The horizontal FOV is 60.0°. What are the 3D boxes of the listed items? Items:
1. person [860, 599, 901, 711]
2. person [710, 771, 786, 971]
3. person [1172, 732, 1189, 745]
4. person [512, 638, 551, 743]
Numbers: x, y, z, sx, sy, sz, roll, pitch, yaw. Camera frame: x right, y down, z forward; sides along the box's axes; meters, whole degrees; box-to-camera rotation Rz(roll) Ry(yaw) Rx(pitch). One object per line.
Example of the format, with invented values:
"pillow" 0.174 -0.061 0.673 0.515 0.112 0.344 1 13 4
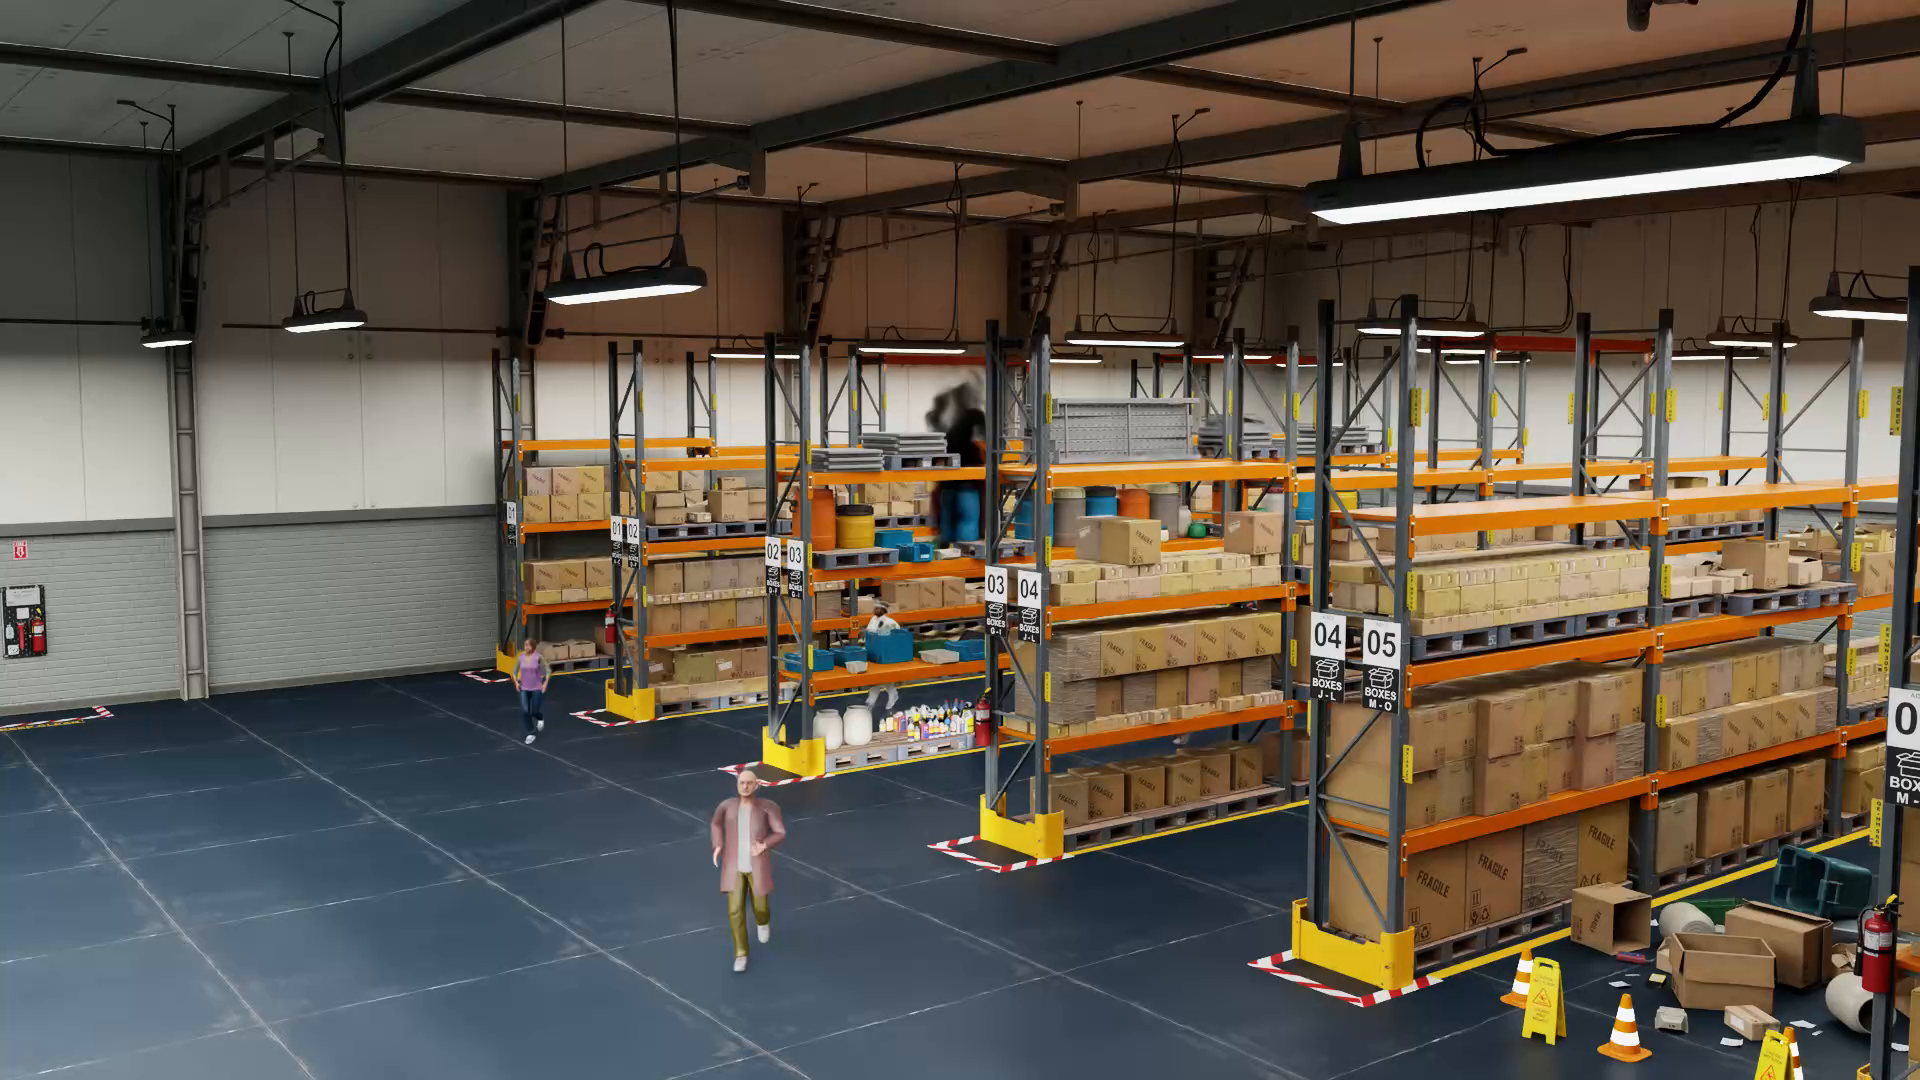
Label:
"person" -1.250 1.770 25.517 0.842 1.747 0.575 -4 7 -40
"person" -1.943 2.965 15.149 0.720 1.745 0.897 0 5 1
"person" 2.988 2.031 23.107 0.507 1.648 0.556 -4 6 -38
"person" -6.382 2.225 24.796 0.581 1.562 0.572 0 5 -2
